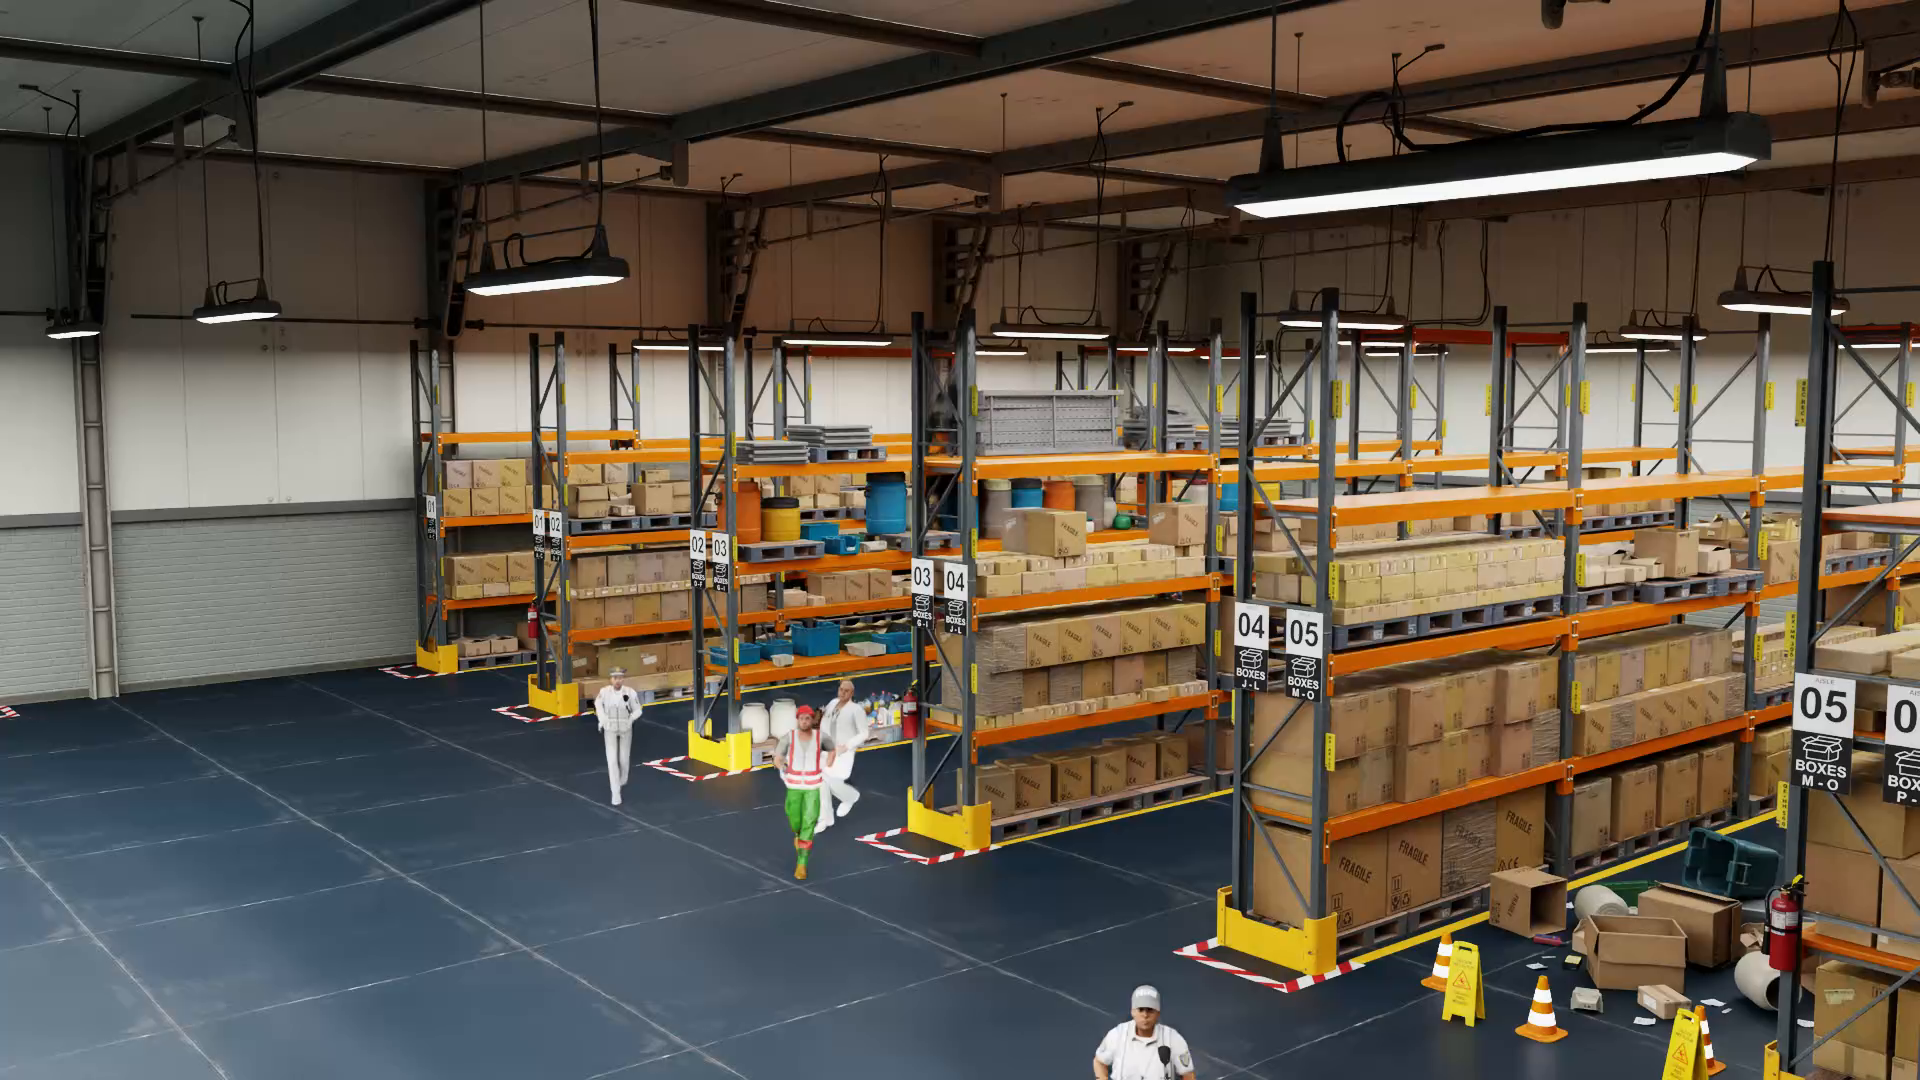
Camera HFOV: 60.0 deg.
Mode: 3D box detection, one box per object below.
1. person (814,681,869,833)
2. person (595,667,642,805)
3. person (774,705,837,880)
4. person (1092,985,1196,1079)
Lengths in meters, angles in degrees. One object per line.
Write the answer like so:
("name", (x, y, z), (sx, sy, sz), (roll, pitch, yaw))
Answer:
("person", (-1.371, 2.509, 19.476), (0.752, 1.758, 0.800), (3, 6, 31))
("person", (-4.288, 2.397, 20.902), (0.581, 1.689, 0.919), (-1, 5, -12))
("person", (-1.653, 2.644, 17.784), (0.660, 1.792, 0.928), (0, 5, -1))
("person", (1.088, 3.448, 9.864), (0.619, 1.619, 0.774), (1, 5, 7))
